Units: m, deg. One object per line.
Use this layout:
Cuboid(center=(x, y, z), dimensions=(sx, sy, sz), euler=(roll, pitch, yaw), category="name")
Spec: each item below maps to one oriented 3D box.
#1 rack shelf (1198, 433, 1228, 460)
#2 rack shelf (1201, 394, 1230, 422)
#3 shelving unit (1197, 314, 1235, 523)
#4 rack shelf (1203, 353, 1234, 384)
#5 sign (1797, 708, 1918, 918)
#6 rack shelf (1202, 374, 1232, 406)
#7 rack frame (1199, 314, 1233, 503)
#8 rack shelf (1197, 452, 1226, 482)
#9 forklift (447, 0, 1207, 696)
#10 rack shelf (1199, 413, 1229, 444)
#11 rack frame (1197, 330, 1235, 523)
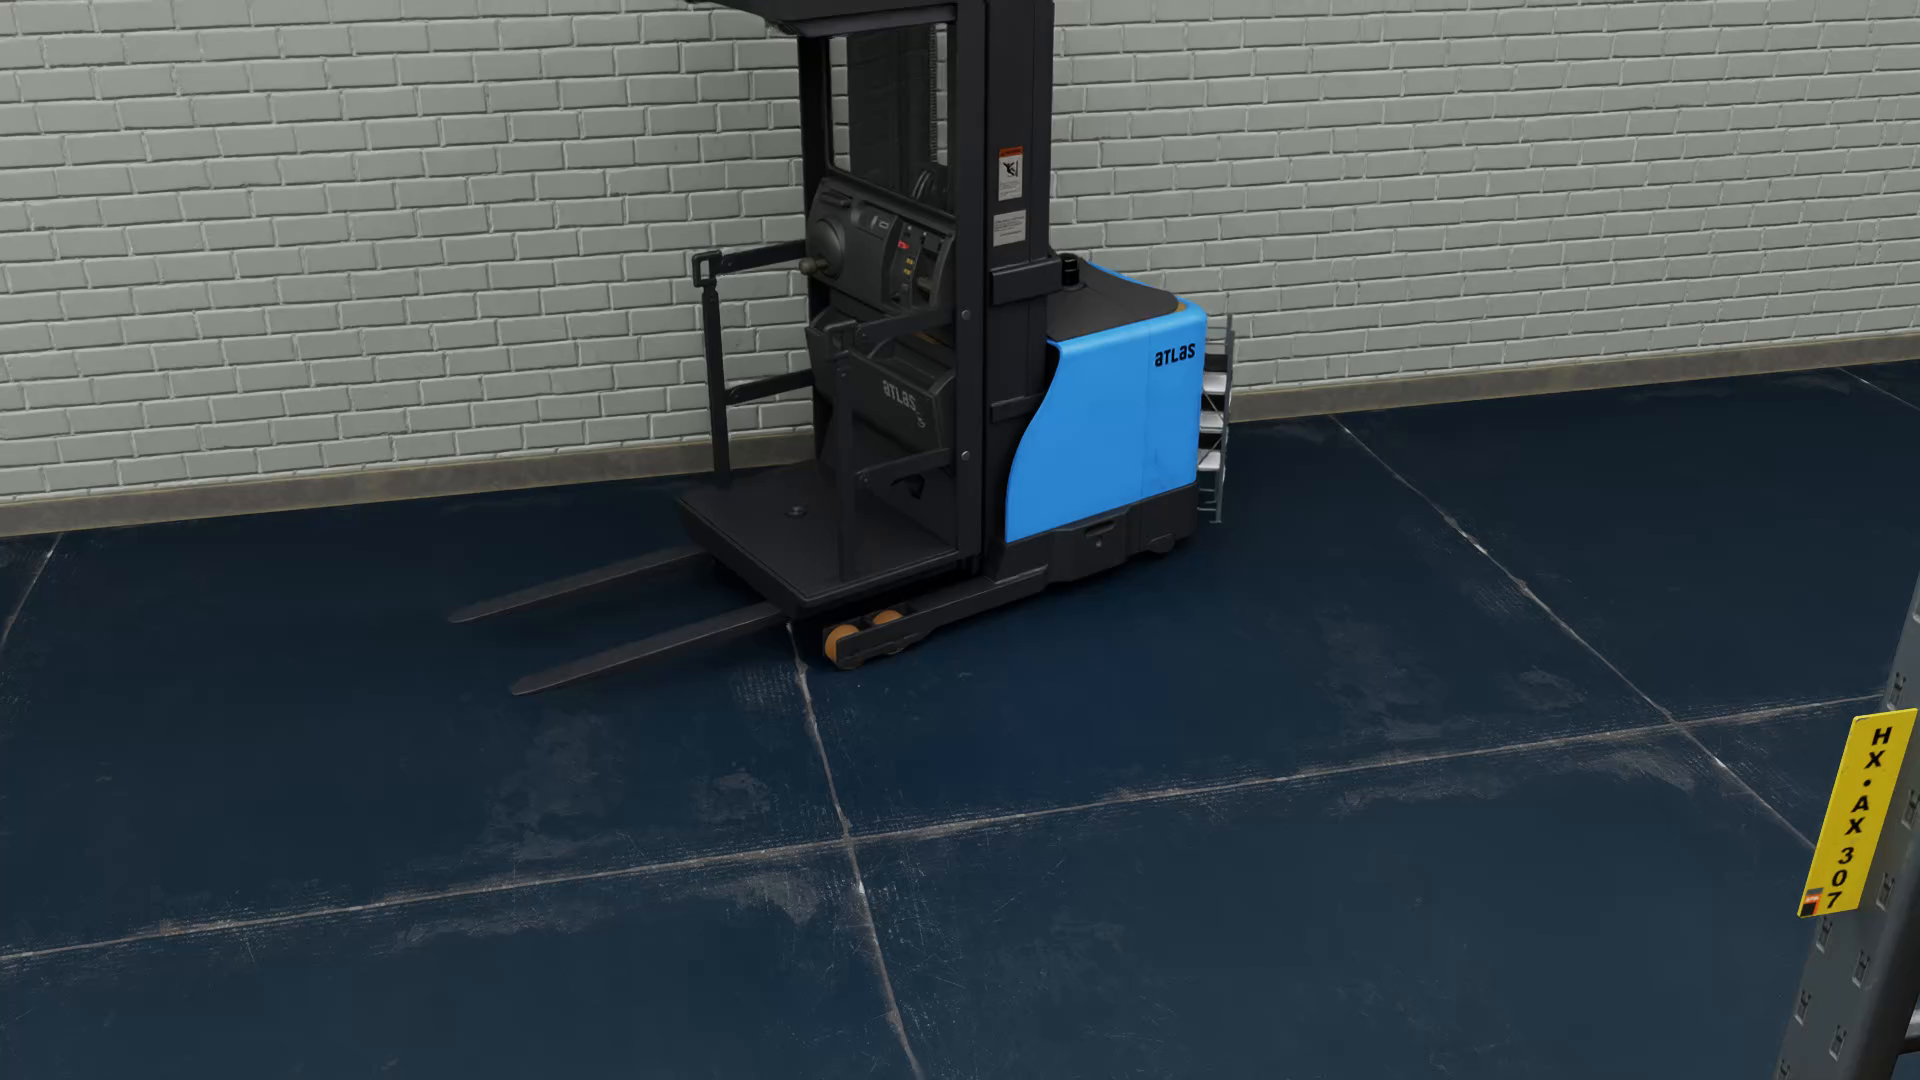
Cuboid(center=(1.048, -0.421, 7.360), dimensions=(0.258, 0.077, 0.200), euler=(2, 27, 5), category="rack shelf")
Cuboid(center=(1.048, -0.582, 7.278), dimensions=(0.258, 0.077, 0.200), euler=(2, 27, 5), category="rack shelf")
Cuboid(center=(1.048, -0.531, 7.304), dimensions=(0.258, 0.900, 0.210), euler=(2, 27, 5), category="shelving unit")
Cuboid(center=(1.048, -0.743, 7.197), dimensions=(0.258, 0.077, 0.200), euler=(2, 27, 5), category="rack shelf")
Cuboid(center=(1.203, 0.370, 2.228), dimensions=(0.100, 0.325, 0.005), euler=(-6, 27, -12), category="sign")
Cuboid(center=(1.048, -0.662, 7.238), dimensions=(0.258, 0.077, 0.200), euler=(2, 27, 5), category="rack shelf")
Cuboid(center=(1.058, -0.577, 7.394), dimensions=(0.240, 0.900, 0.006), euler=(2, 27, 5), category="rack frame")
Cuboid(center=(1.048, -0.341, 7.400), dimensions=(0.258, 0.077, 0.200), euler=(2, 27, 5), category="rack shelf")
Cuboid(center=(-0.479, -1.090, 6.157), dimensions=(3.031, 2.935, 1.130), euler=(-17, 32, -31), category="forklift")
Cuboid(center=(1.048, -0.502, 7.319), dimensions=(0.258, 0.077, 0.200), euler=(2, 27, 5), category="rack shelf")
Cuboid(center=(1.038, -0.486, 7.214), dimensions=(0.240, 0.900, 0.006), euler=(2, 27, 5), category="rack frame")
